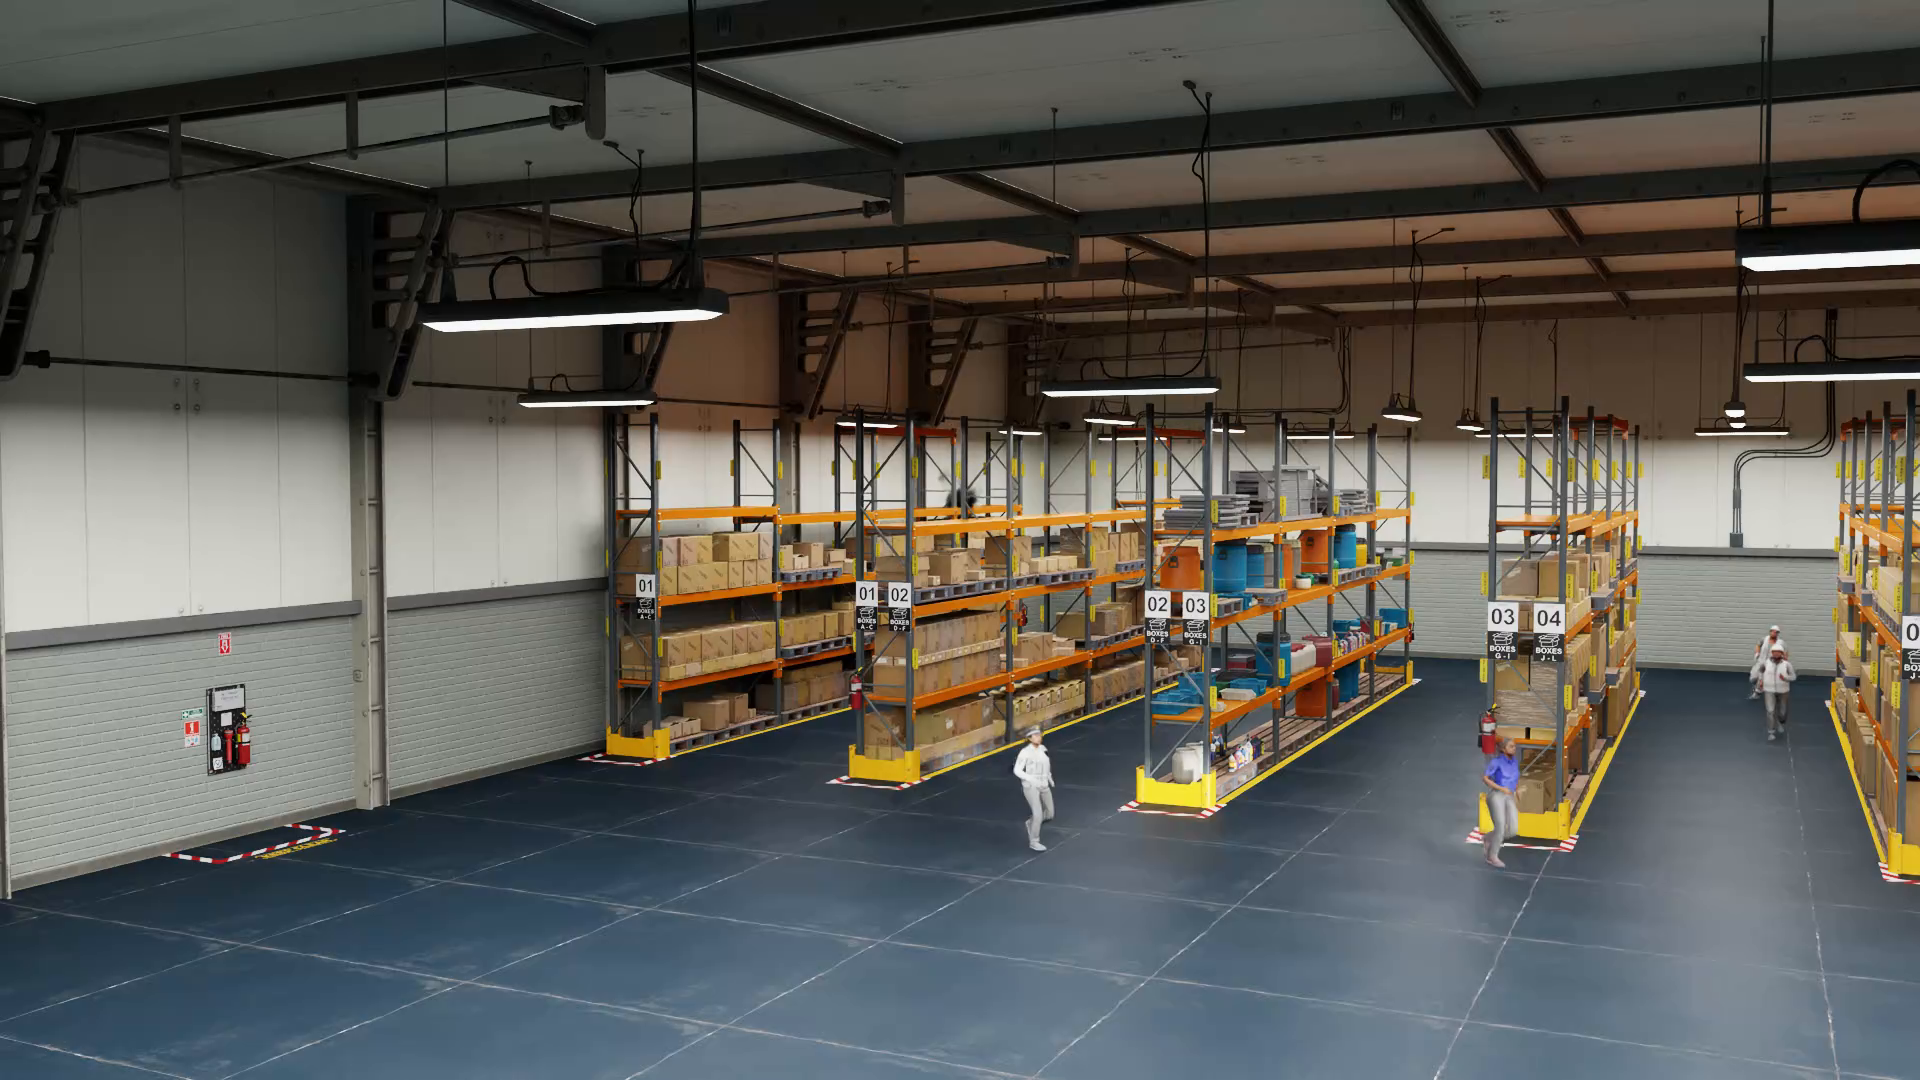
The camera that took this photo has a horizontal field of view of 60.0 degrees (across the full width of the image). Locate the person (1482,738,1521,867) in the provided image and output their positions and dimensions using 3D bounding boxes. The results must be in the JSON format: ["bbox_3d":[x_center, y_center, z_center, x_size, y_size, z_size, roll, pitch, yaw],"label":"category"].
[{"bbox_3d":[6.916,3.322,21.166,0.602,1.604,0.605,-1,3,-24],"label":"person"}]

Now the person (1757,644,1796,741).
[{"bbox_3d":[15.101,2.804,30.850,0.593,1.749,0.961,1,3,27],"label":"person"}]

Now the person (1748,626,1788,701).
[{"bbox_3d":[17.336,2.660,35.748,0.531,1.669,0.815,-2,3,-42],"label":"person"}]

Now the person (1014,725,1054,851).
[{"bbox_3d":[1.008,3.252,21.908,0.612,1.648,0.541,-2,3,-36],"label":"person"}]
